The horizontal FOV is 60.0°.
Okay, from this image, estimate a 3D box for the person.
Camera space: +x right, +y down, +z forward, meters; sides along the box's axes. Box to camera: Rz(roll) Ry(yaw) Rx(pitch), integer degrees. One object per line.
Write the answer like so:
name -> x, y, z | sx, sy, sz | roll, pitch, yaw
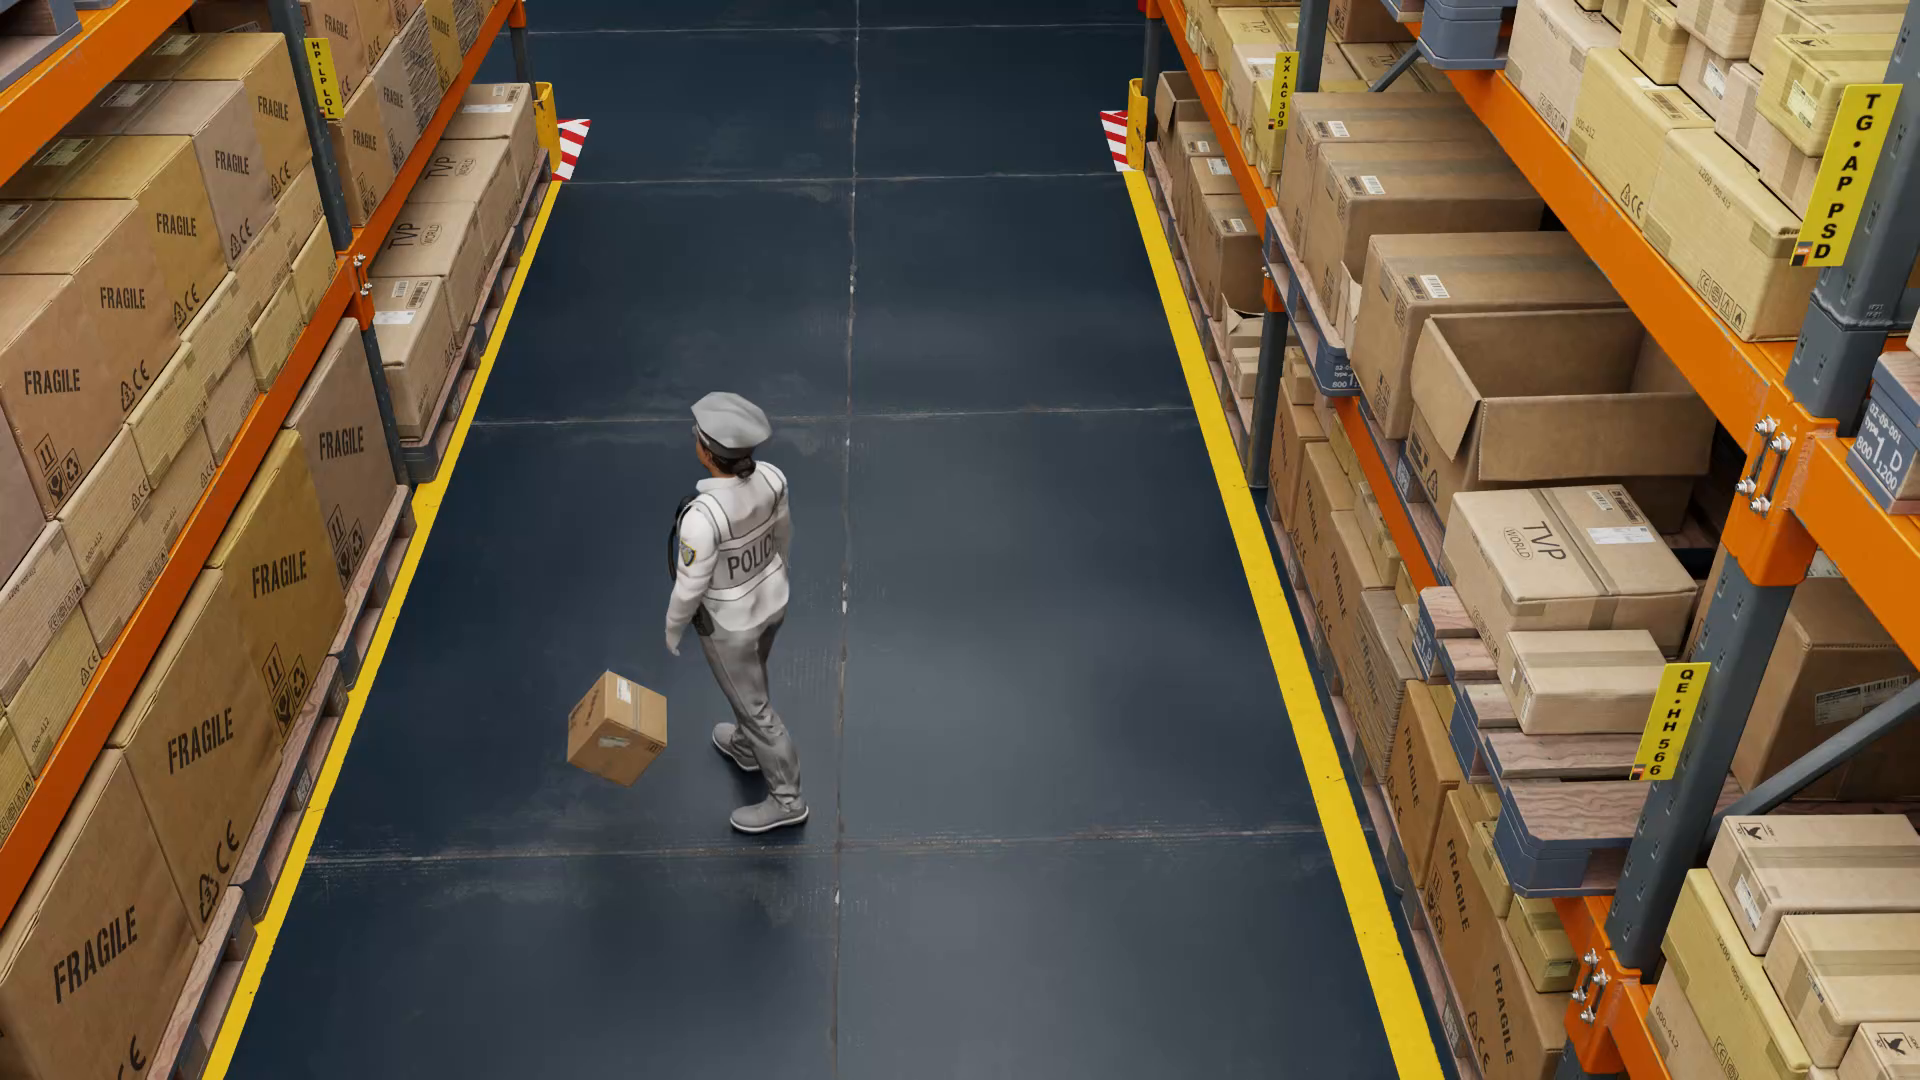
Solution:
person -> -0.776, 0.235, 5.792 | 0.597, 1.681, 0.584 | 20, 40, 26
